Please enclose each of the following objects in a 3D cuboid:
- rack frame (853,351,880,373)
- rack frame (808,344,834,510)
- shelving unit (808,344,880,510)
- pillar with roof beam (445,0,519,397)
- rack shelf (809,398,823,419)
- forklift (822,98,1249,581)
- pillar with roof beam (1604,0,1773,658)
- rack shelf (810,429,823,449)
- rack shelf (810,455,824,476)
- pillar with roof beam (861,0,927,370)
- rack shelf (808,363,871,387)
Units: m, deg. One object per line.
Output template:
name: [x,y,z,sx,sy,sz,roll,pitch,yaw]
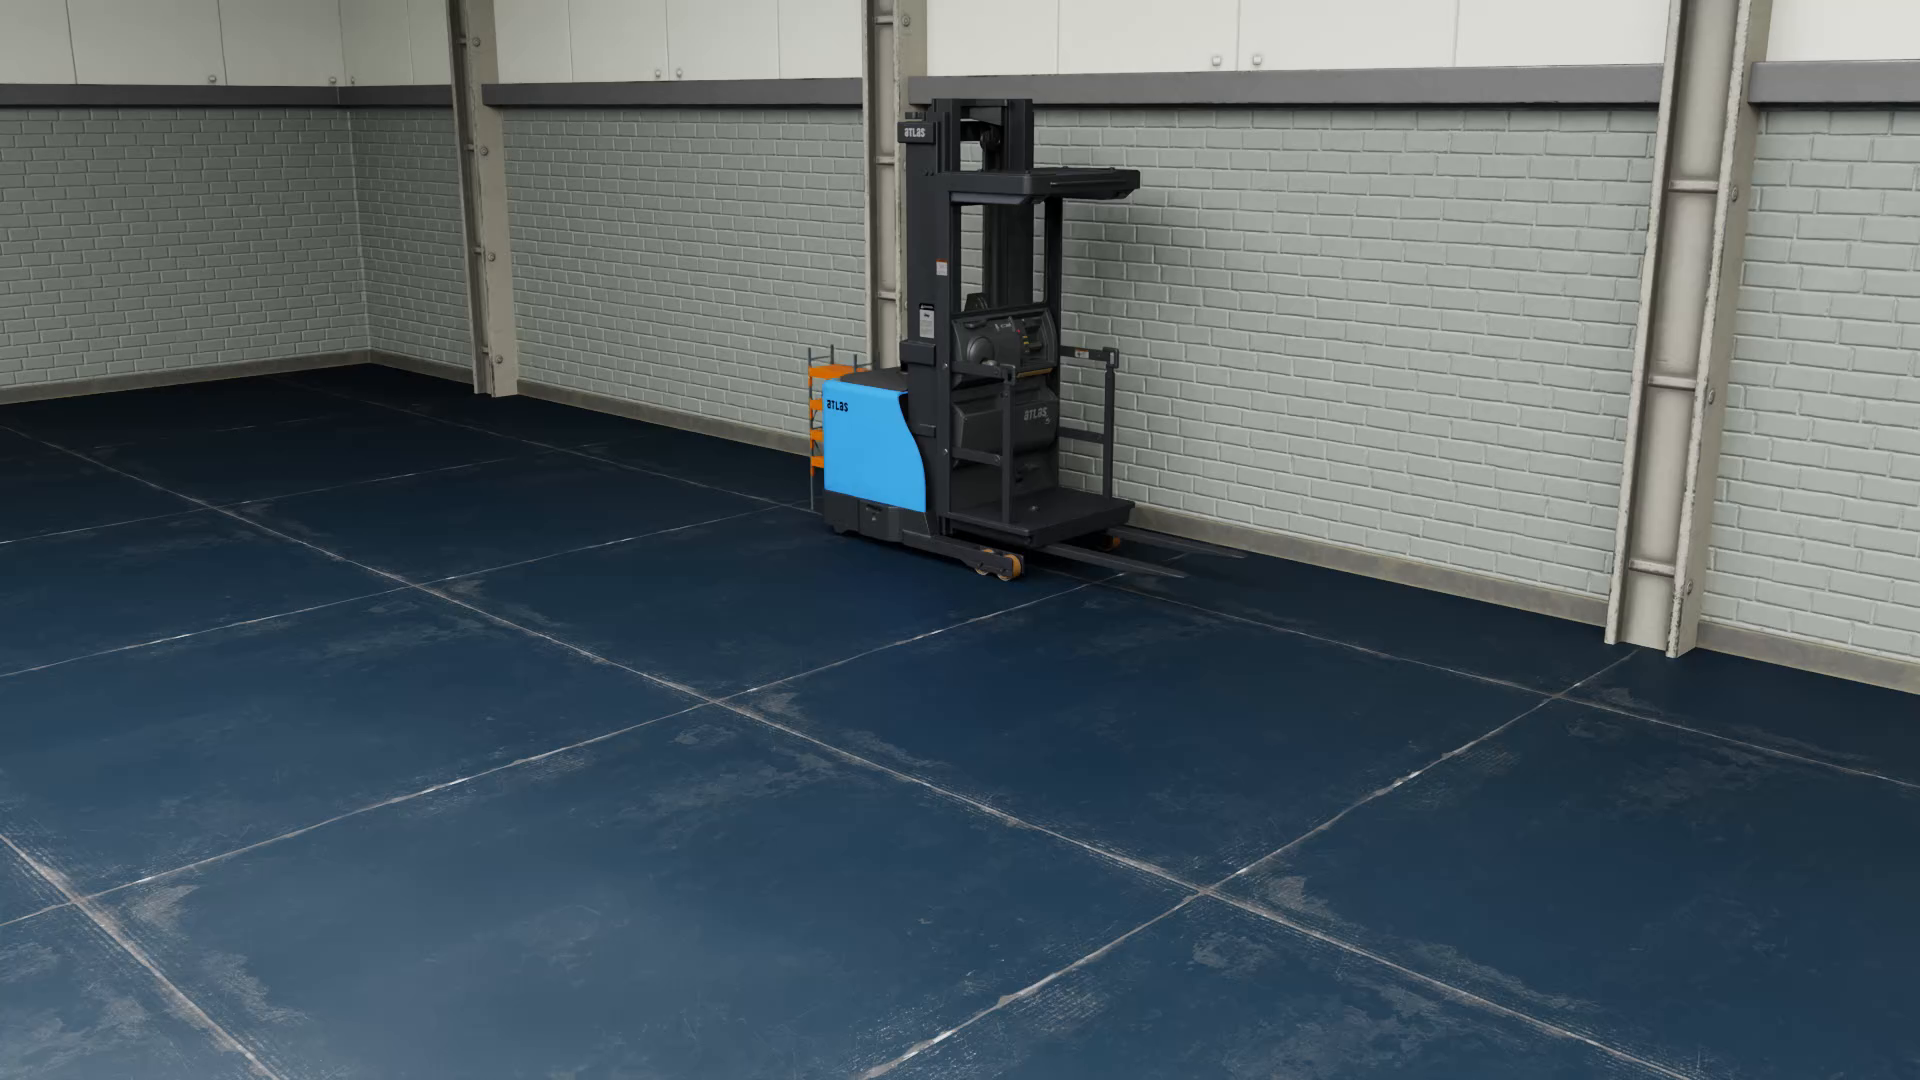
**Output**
rack frame: [-0.660,-0.742,11.898,0.015,1.200,0.240,14,20,42]
rack frame: [-1.012,-0.827,12.225,0.015,1.200,0.240,14,20,42]
shelving unit: [-0.836,-0.784,12.062,0.503,1.200,0.258,14,20,42]
pillar with roof beam: [-7.797,-5.098,13.149,0.400,9.000,9.100,14,20,42]
rack shelf: [-0.836,-0.936,12.022,0.480,0.148,0.258,14,20,42]
forklift: [0.448,-1.309,10.644,3.031,2.935,1.130,14,20,42]
pillar with roof beam: [0.842,-2.997,5.089,0.400,9.000,9.100,14,20,42]
rack shelf: [-0.836,-0.719,12.078,0.480,0.148,0.258,14,20,42]
rack shelf: [-0.836,-0.527,12.128,0.480,0.148,0.258,14,20,42]
pillar with roof beam: [-3.478,-4.048,9.119,0.400,9.000,9.100,14,20,42]
rack shelf: [-0.836,-1.165,11.963,0.480,0.148,0.258,14,20,42]
